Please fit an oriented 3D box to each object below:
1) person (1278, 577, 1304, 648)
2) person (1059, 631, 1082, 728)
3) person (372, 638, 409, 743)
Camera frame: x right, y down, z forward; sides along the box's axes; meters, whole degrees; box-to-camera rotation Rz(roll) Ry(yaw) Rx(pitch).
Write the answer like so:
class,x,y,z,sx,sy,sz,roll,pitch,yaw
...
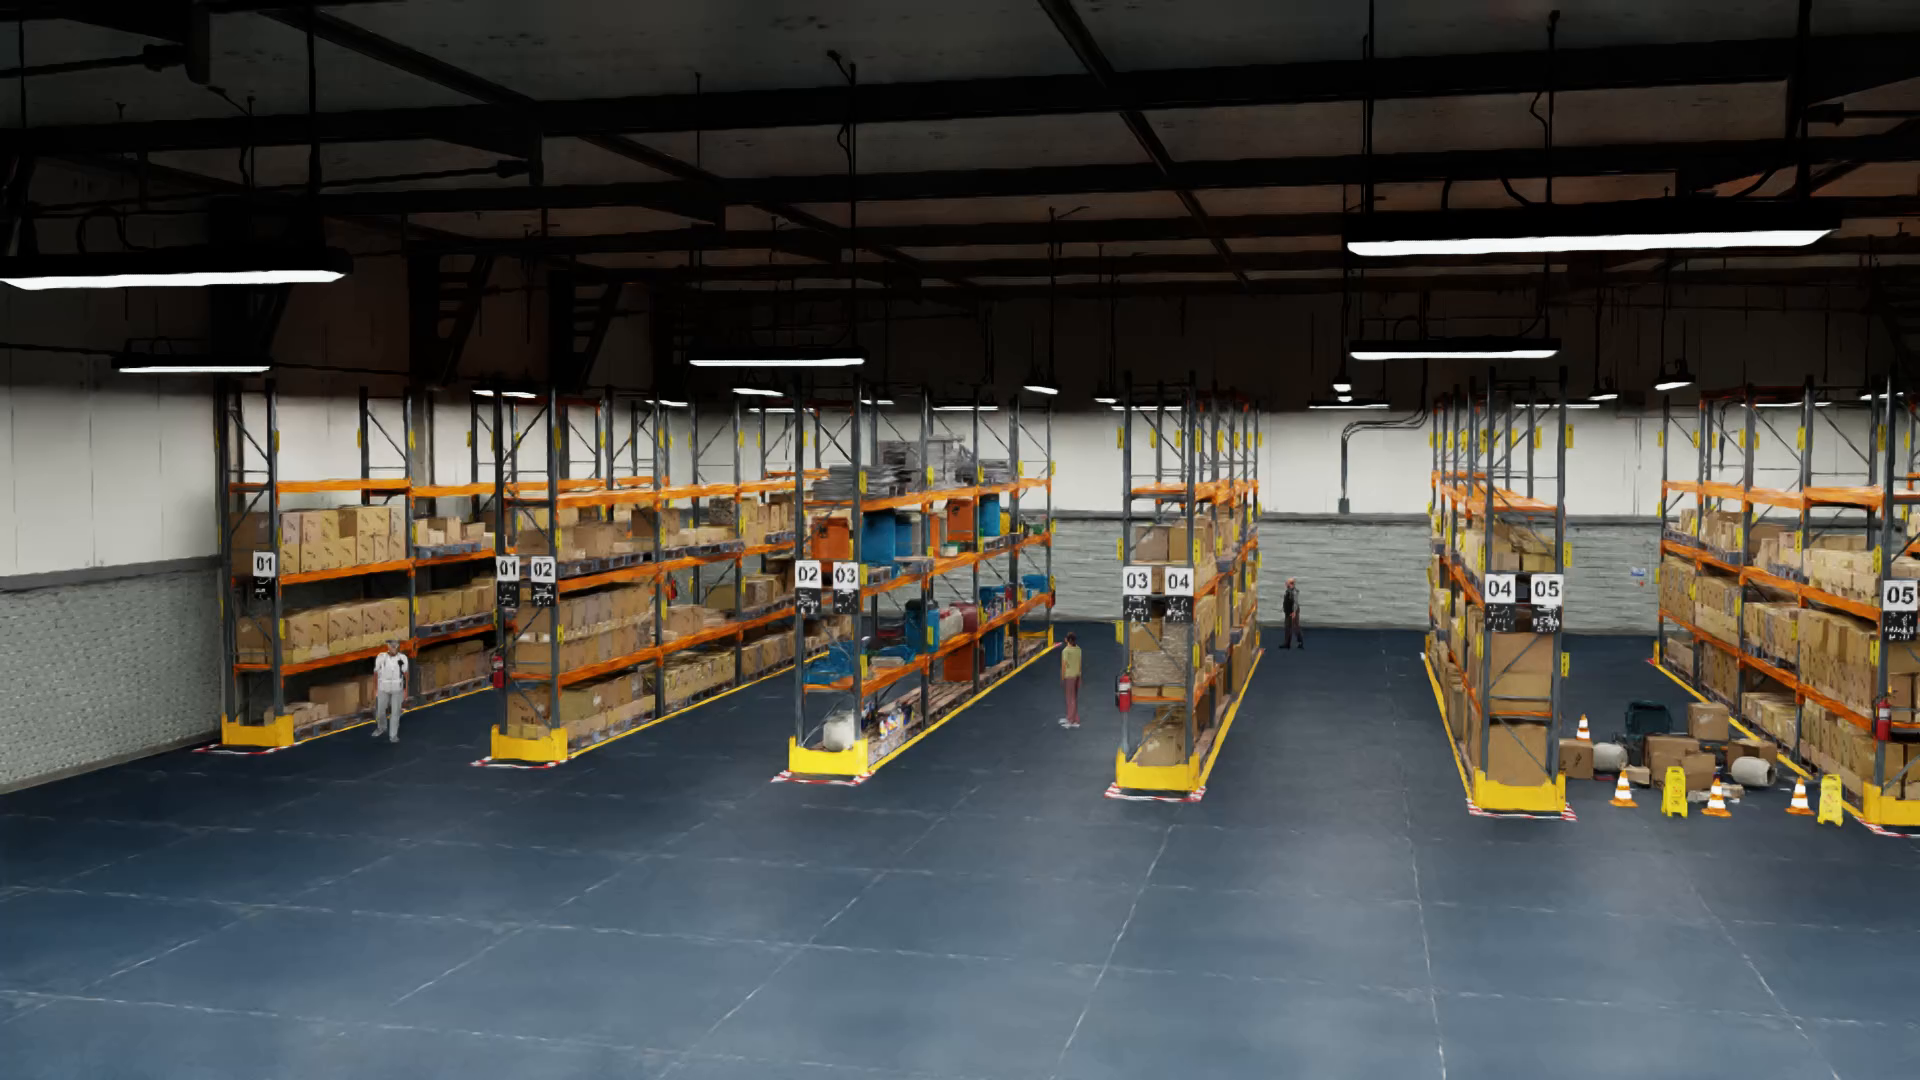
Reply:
class,x,y,z,sx,sy,sz,roll,pitch,yaw
person,7.991,1.749,40.011,0.551,1.722,0.639,0,3,-7
person,1.907,2.409,29.045,0.564,1.666,0.560,3,5,41
person,-9.472,2.478,27.629,0.597,1.741,0.560,-1,4,-23
